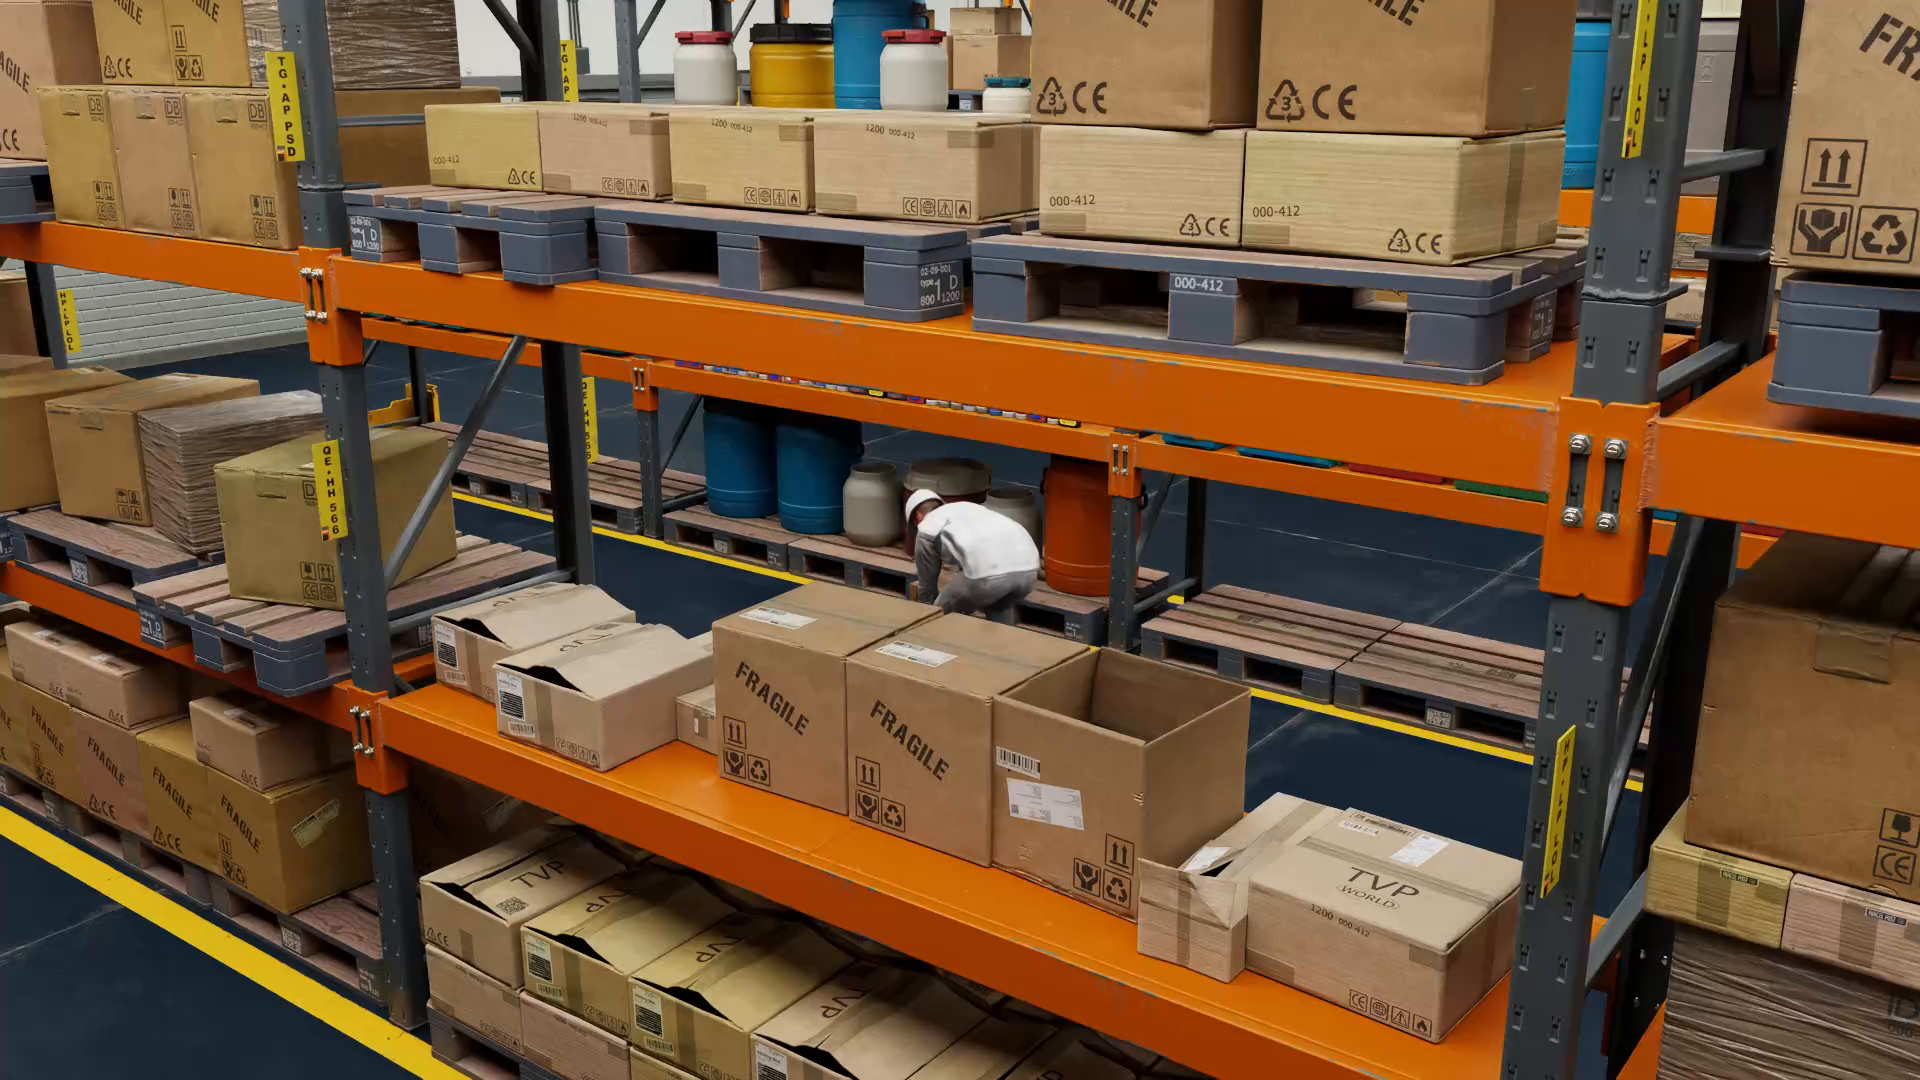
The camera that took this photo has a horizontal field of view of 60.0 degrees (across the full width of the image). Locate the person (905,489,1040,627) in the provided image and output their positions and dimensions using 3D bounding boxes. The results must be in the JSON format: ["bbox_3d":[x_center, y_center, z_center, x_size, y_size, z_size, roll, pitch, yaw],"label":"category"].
[{"bbox_3d":[0.025,0.298,9.291,0.512,1.032,0.999,-11,20,-33],"label":"person"}]
